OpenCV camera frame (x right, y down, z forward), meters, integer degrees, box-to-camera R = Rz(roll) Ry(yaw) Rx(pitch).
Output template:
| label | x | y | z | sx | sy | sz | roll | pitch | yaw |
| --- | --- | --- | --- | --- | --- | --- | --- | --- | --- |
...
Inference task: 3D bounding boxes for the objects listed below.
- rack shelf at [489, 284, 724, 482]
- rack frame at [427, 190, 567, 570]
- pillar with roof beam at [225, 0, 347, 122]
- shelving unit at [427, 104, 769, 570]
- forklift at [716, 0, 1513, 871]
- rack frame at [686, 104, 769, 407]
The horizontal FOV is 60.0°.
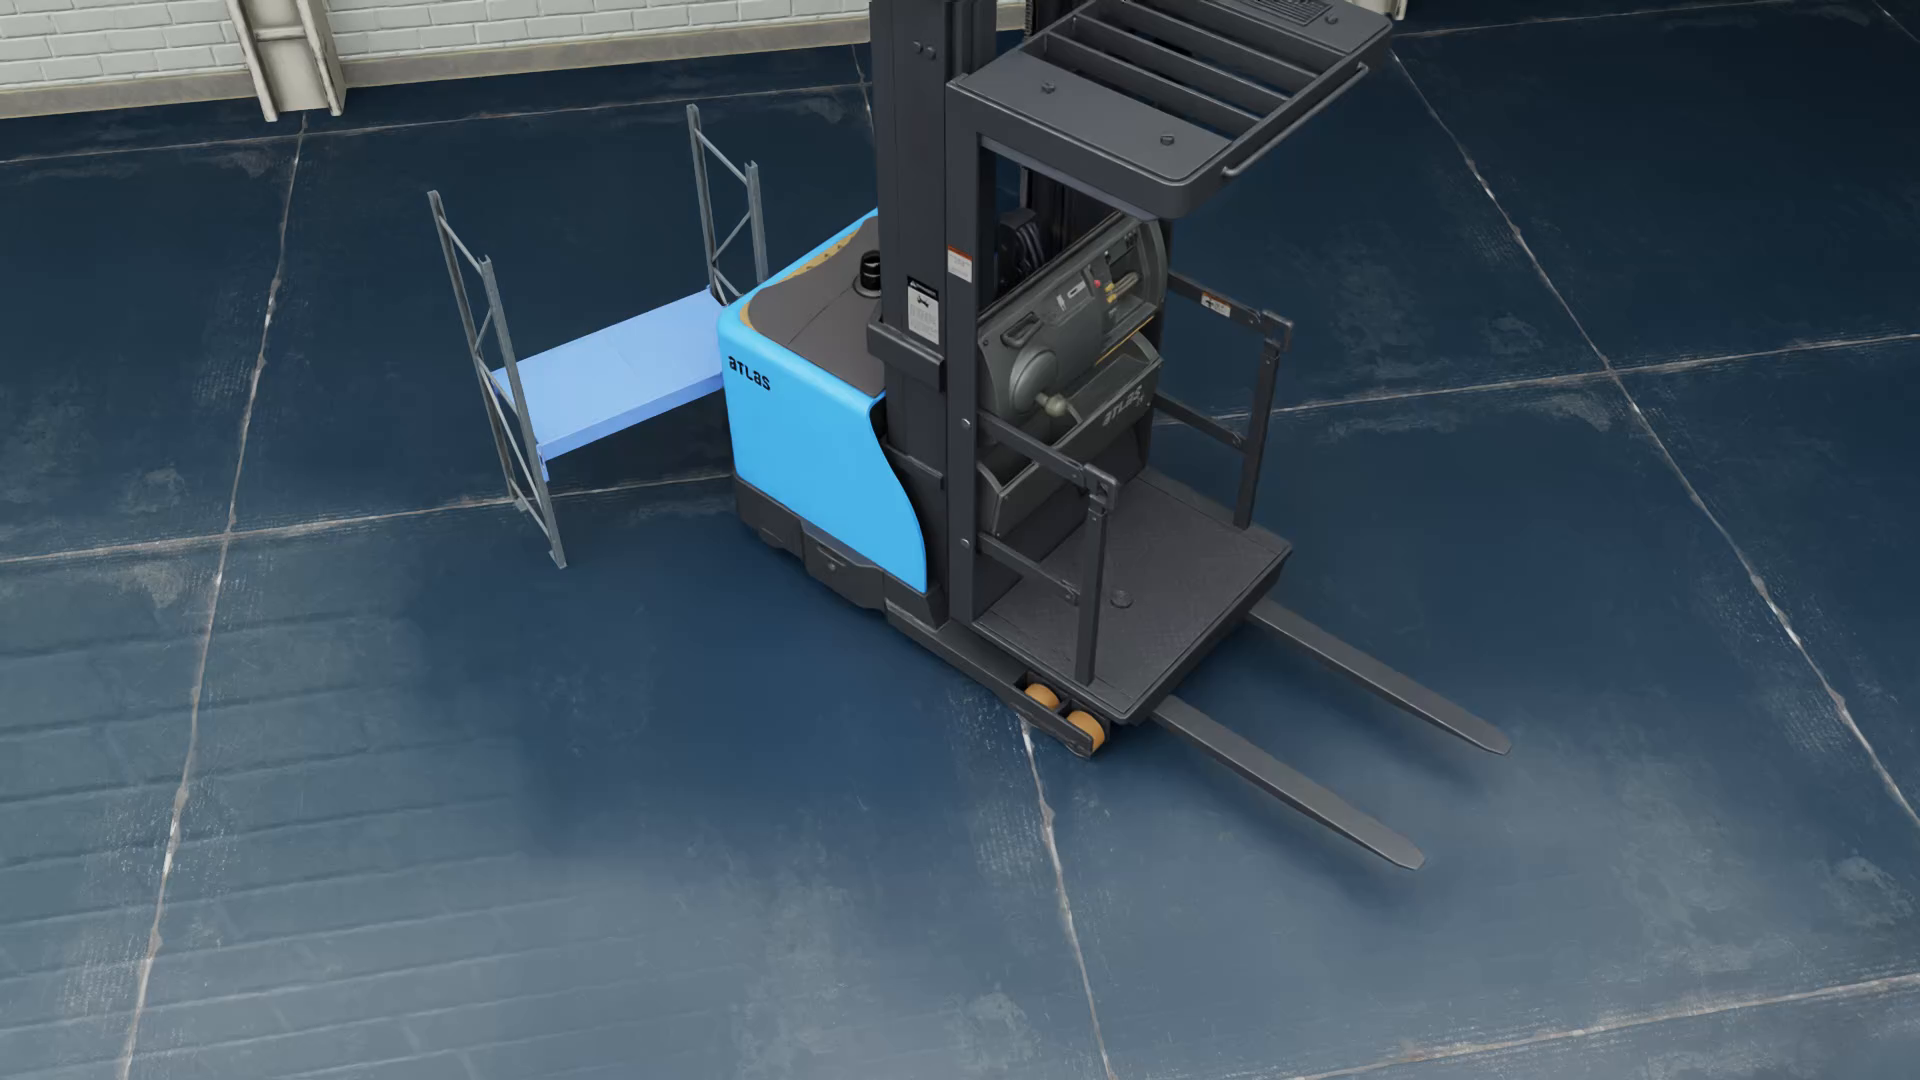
| label | x | y | z | sx | sy | sz | roll | pitch | yaw |
| --- | --- | --- | --- | --- | --- | --- | --- | --- | --- |
| rack shelf | -1.299 | -0.636 | 6.571 | 1.000 | 0.185 | 0.538 | -26 | 51 | -23 |
| rack frame | -1.722 | -0.557 | 6.246 | 0.032 | 1.500 | 0.500 | -26 | 51 | -23 |
| pillar with roof beam | -2.815 | -2.442 | 2.854 | 0.400 | 9.000 | 9.100 | -7 | 46 | -7 |
| shelving unit | -1.299 | -0.761 | 6.442 | 1.048 | 1.500 | 0.538 | -26 | 51 | -23 |
| forklift | 0.545 | -0.673 | 5.363 | 3.031 | 2.935 | 1.130 | 31 | 54 | 27 |
| rack frame | -0.877 | -0.965 | 6.638 | 0.032 | 1.500 | 0.500 | -26 | 51 | -23 |
